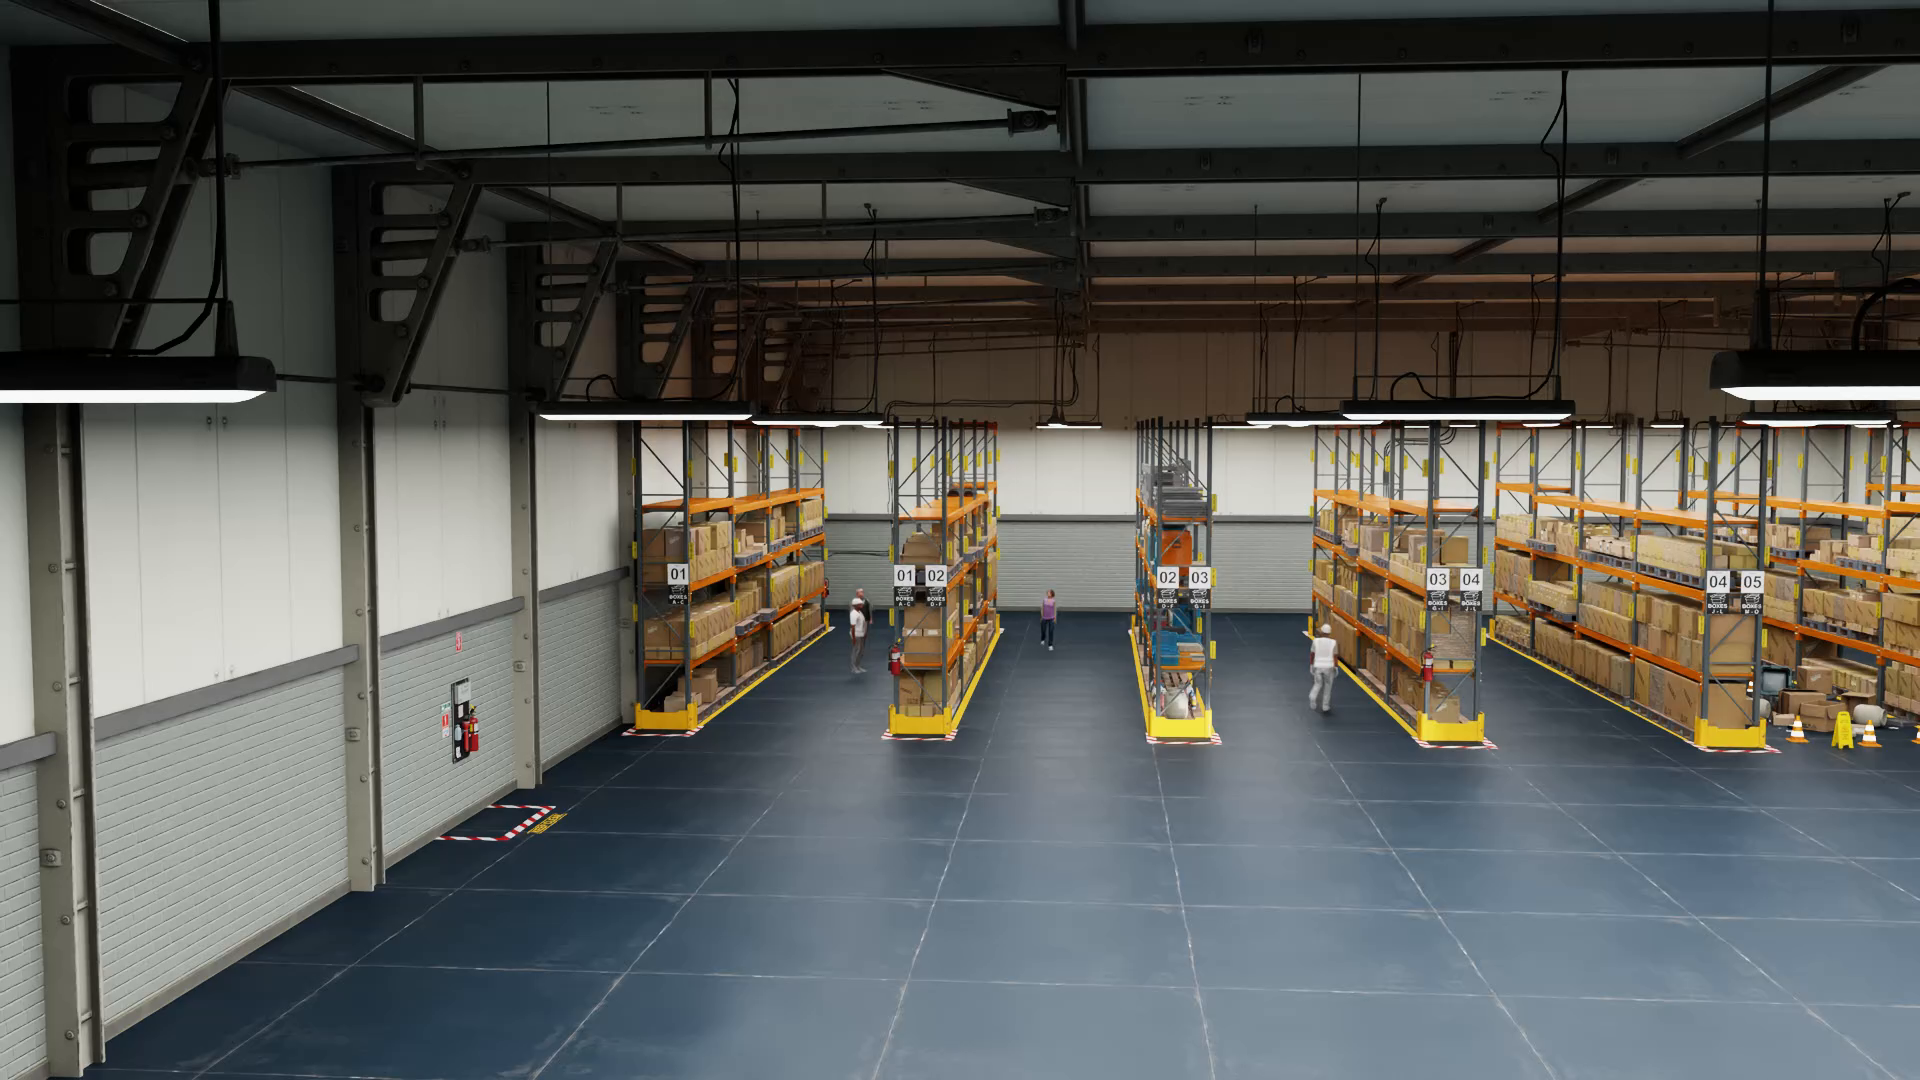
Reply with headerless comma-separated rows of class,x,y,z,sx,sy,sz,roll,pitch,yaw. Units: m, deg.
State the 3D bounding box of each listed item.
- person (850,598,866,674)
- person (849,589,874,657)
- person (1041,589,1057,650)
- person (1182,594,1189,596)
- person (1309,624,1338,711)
person,-2.402,2.248,39.092,0.345,1.770,0.681,1,4,13
person,-2.506,2.094,42.448,0.637,1.695,0.690,0,4,-7
person,2.309,2.068,43.234,0.424,1.574,0.506,0,4,-2
person,6.638,1.607,49.468,0.617,1.771,0.438,0,4,-5
person,7.431,2.607,33.944,0.544,1.777,0.642,3,5,38
